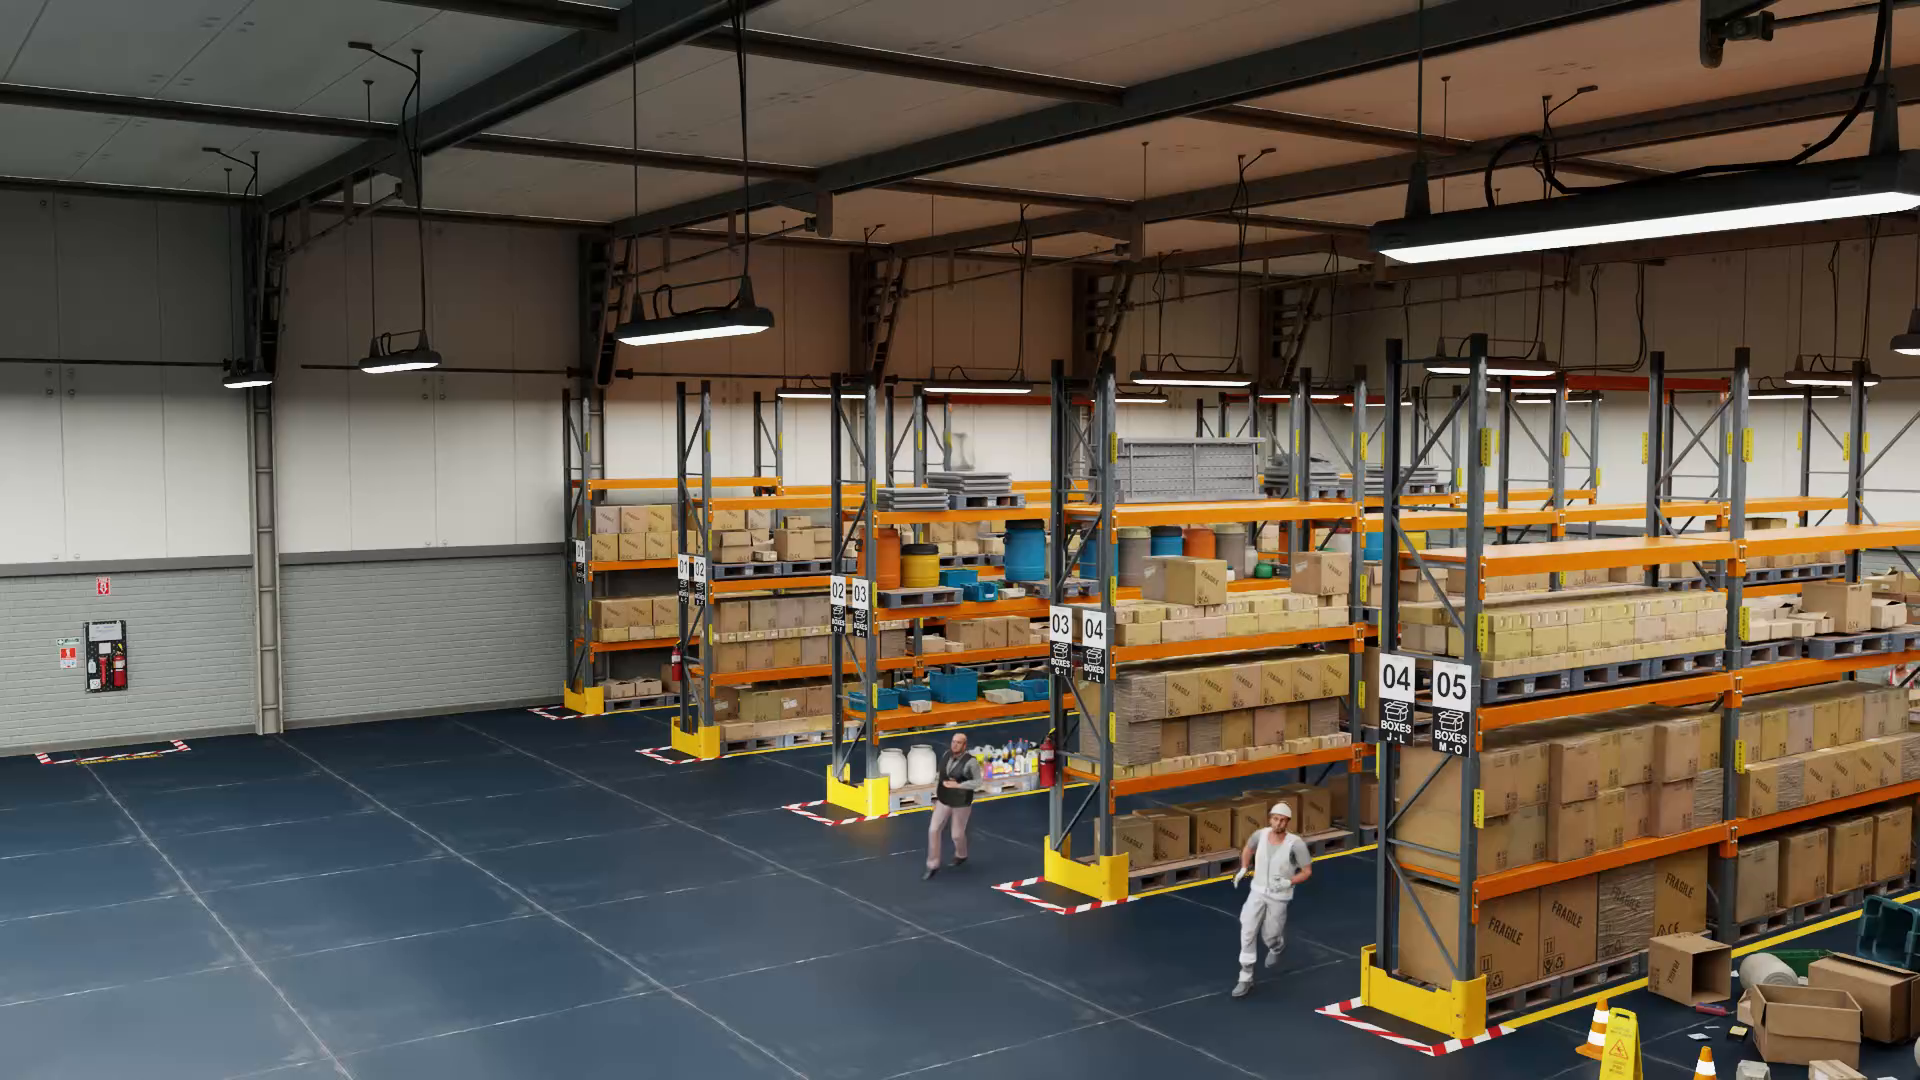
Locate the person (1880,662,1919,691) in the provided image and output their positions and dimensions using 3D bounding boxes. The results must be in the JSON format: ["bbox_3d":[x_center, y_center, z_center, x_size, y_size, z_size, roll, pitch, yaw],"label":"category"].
[{"bbox_3d":[14.693,2.628,25.912,0.696,1.755,0.929,4,5,44],"label":"person"}]

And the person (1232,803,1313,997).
[{"bbox_3d":[2.914,3.303,15.450,0.724,1.767,0.892,2,4,31],"label":"person"}]

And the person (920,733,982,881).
[{"bbox_3d":[-0.011,3.092,19.368,0.687,1.747,0.774,2,4,28],"label":"person"}]
